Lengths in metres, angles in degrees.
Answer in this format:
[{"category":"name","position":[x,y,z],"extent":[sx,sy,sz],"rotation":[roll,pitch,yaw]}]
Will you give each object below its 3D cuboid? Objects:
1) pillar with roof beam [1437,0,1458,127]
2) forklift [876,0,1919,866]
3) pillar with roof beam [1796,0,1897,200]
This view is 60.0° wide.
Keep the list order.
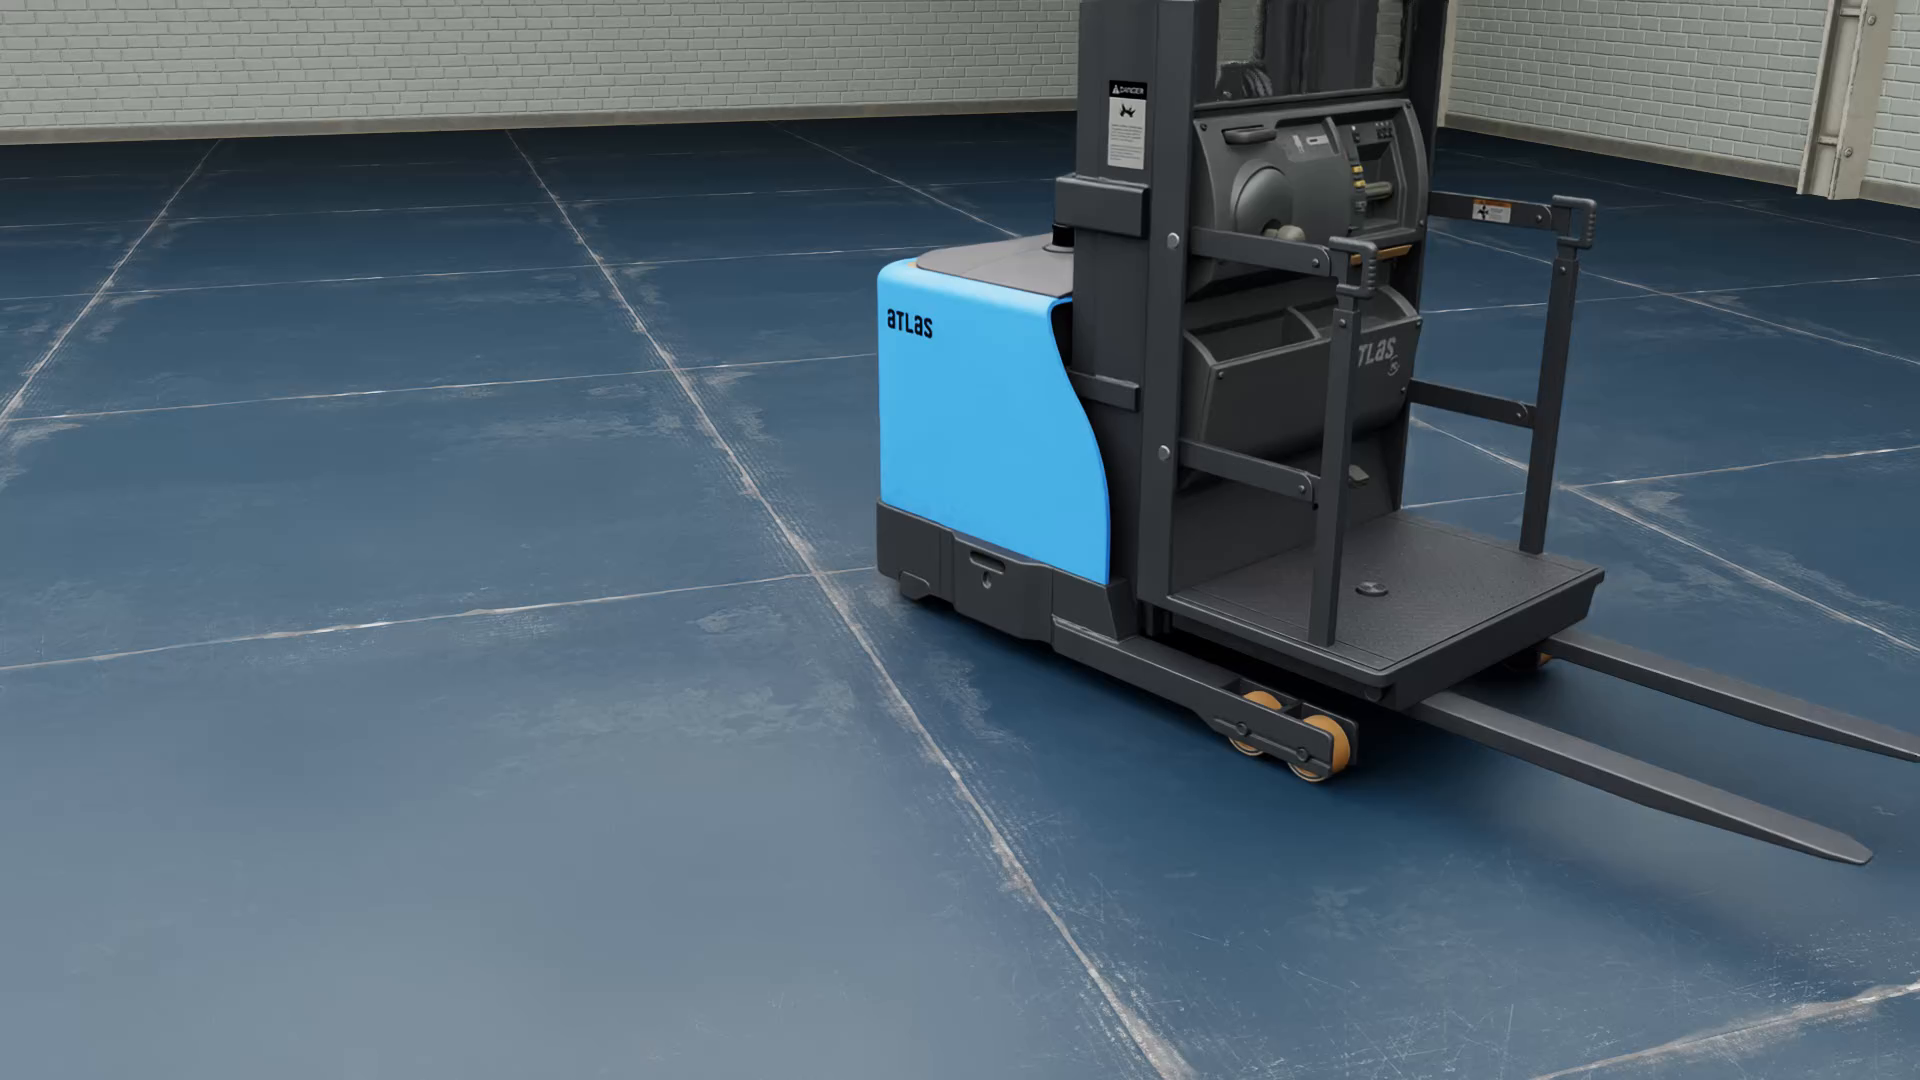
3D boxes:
[{"category":"pillar with roof beam","position":[1.323,-8.595,16.535],"extent":[9.100,9.000,0.400],"rotation":[-6,21,-17]},{"category":"forklift","position":[1.088,-0.961,4.257],"extent":[1.130,2.935,3.031],"rotation":[-17,26,-39]},{"category":"pillar with roof beam","position":[3.208,-6.670,11.174],"extent":[9.100,9.000,0.400],"rotation":[-6,21,-17]}]
